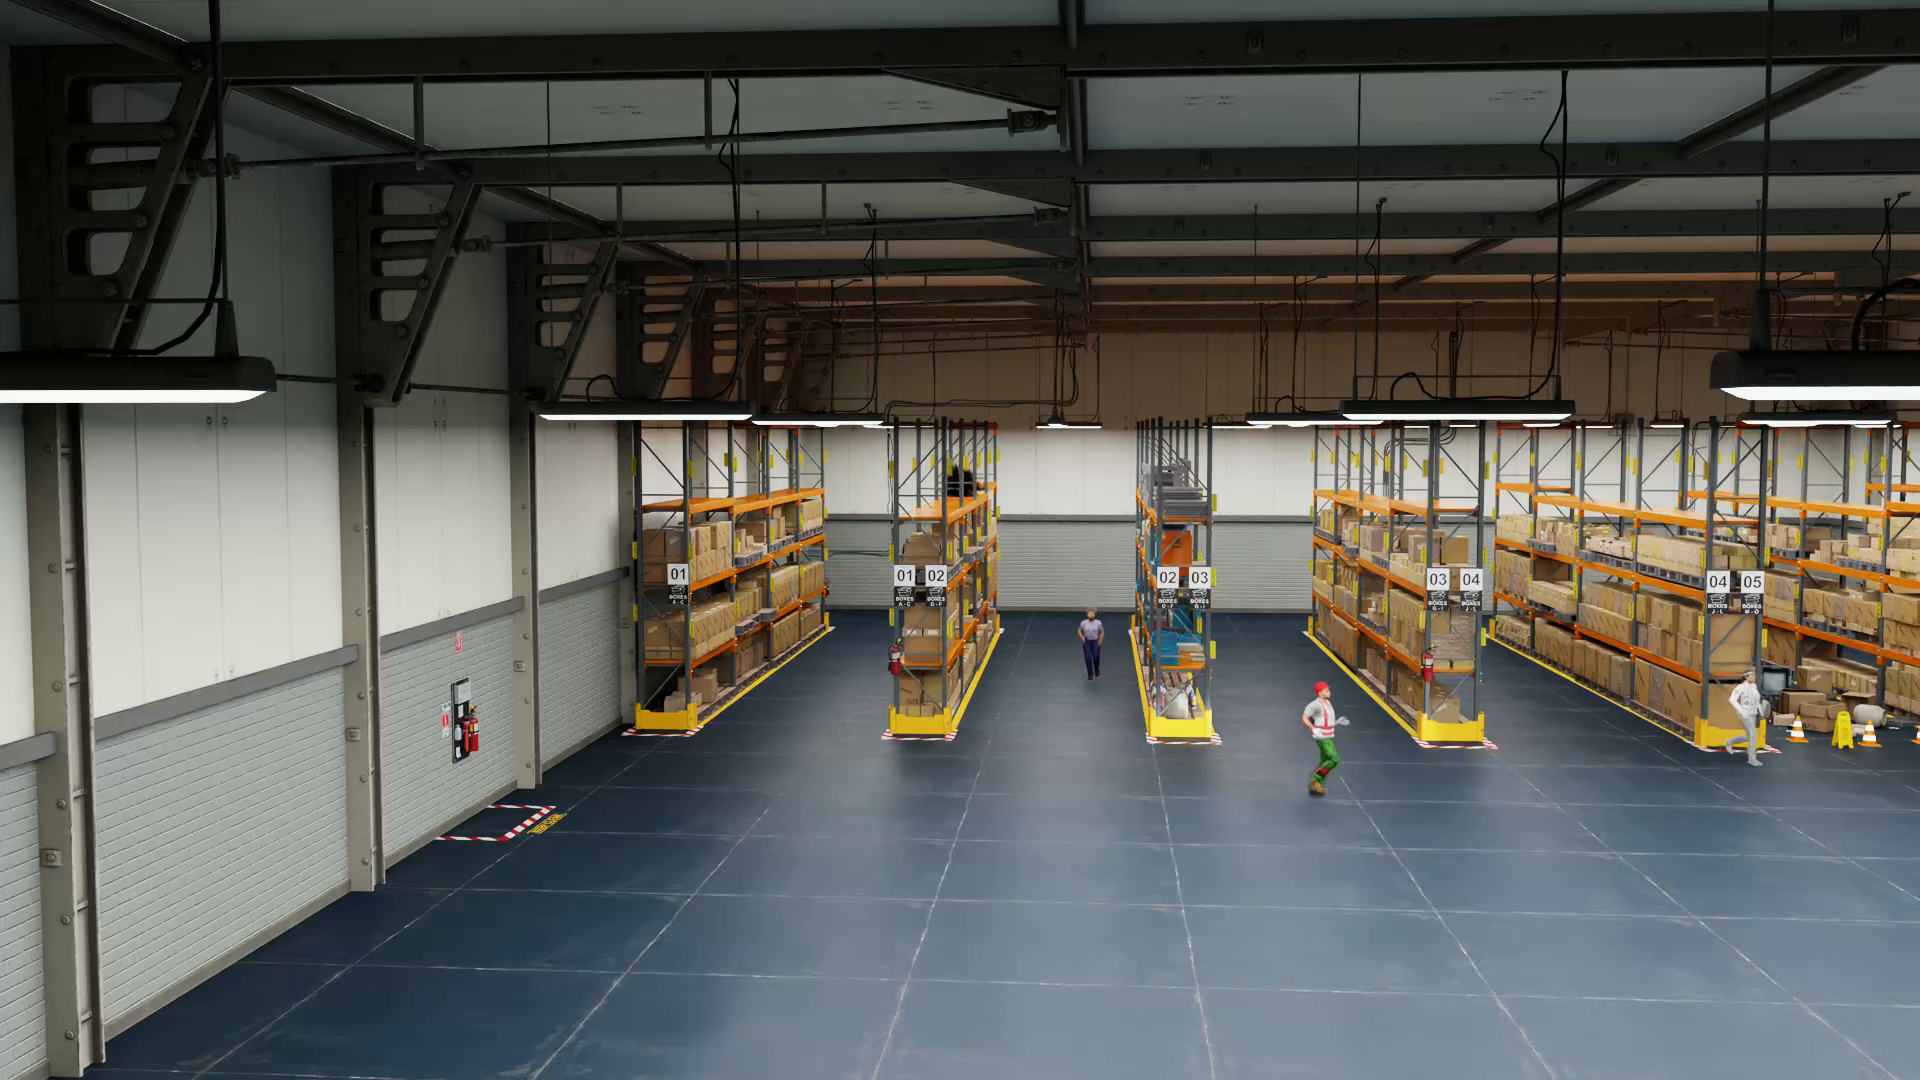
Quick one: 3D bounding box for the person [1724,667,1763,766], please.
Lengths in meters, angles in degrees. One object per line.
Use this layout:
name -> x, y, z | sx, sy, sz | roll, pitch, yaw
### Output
person -> 13.551, 3.021, 28.713 | 0.650, 1.672, 0.754 | -3, 5, -34

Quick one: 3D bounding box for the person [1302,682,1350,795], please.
person -> 5.781, 3.123, 26.187 | 0.620, 1.767, 0.640 | 2, 4, 33

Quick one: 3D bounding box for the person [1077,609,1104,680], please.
person -> 2.987, 2.400, 38.028 | 0.609, 1.597, 0.514 | 0, 4, 6

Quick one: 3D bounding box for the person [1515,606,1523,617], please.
person -> 15.989, 1.861, 47.280 | 0.733, 1.590, 0.564 | 4, 5, 44
